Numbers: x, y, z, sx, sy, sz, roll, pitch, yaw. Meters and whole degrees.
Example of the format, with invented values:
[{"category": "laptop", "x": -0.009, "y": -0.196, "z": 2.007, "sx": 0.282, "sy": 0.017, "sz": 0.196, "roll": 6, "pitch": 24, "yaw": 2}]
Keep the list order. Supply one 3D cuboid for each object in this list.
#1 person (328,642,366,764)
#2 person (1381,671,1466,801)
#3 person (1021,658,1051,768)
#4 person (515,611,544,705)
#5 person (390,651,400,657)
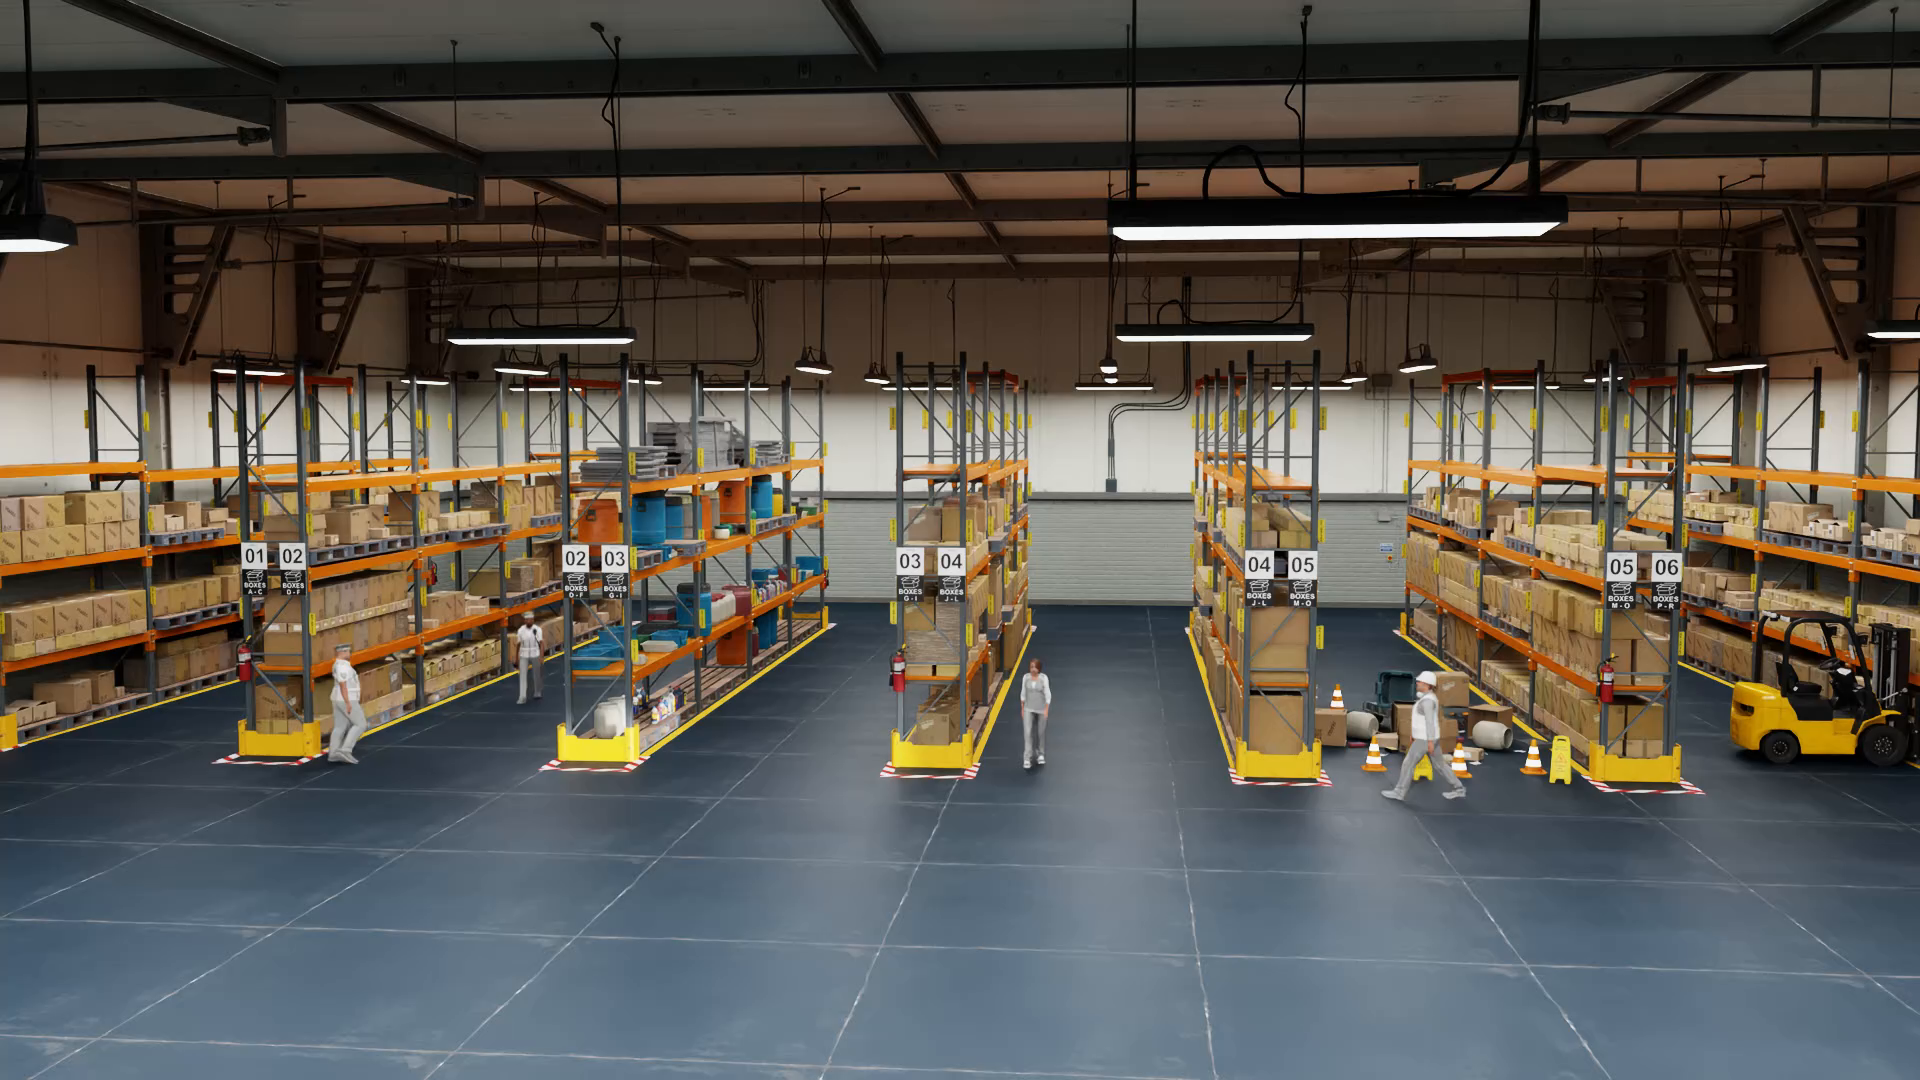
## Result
[{"category": "person", "x": -9.053, "y": 2.392, "z": 24.455, "sx": 0.508, "sy": 1.744, "sz": 0.645, "roll": -4, "pitch": 6, "yaw": -42}, {"category": "person", "x": 6.117, "y": 2.582, "z": 21.879, "sx": 1.070, "sy": 1.725, "sz": 0.543, "roll": 2, "pitch": 4, "yaw": 21}, {"category": "person", "x": 1.092, "y": 2.493, "z": 24.047, "sx": 0.455, "sy": 1.575, "sz": 0.771, "roll": 1, "pitch": 4, "yaw": 8}, {"category": "person", "x": -7.665, "y": 2.065, "z": 29.573, "sx": 0.523, "sy": 1.620, "sz": 1.054, "roll": -1, "pitch": 4, "yaw": -9}, {"category": "person", "x": -11.136, "y": 1.873, "z": 32.628, "sx": 0.490, "sy": 1.595, "sz": 1.053, "roll": 0, "pitch": 4, "yaw": 4}]
